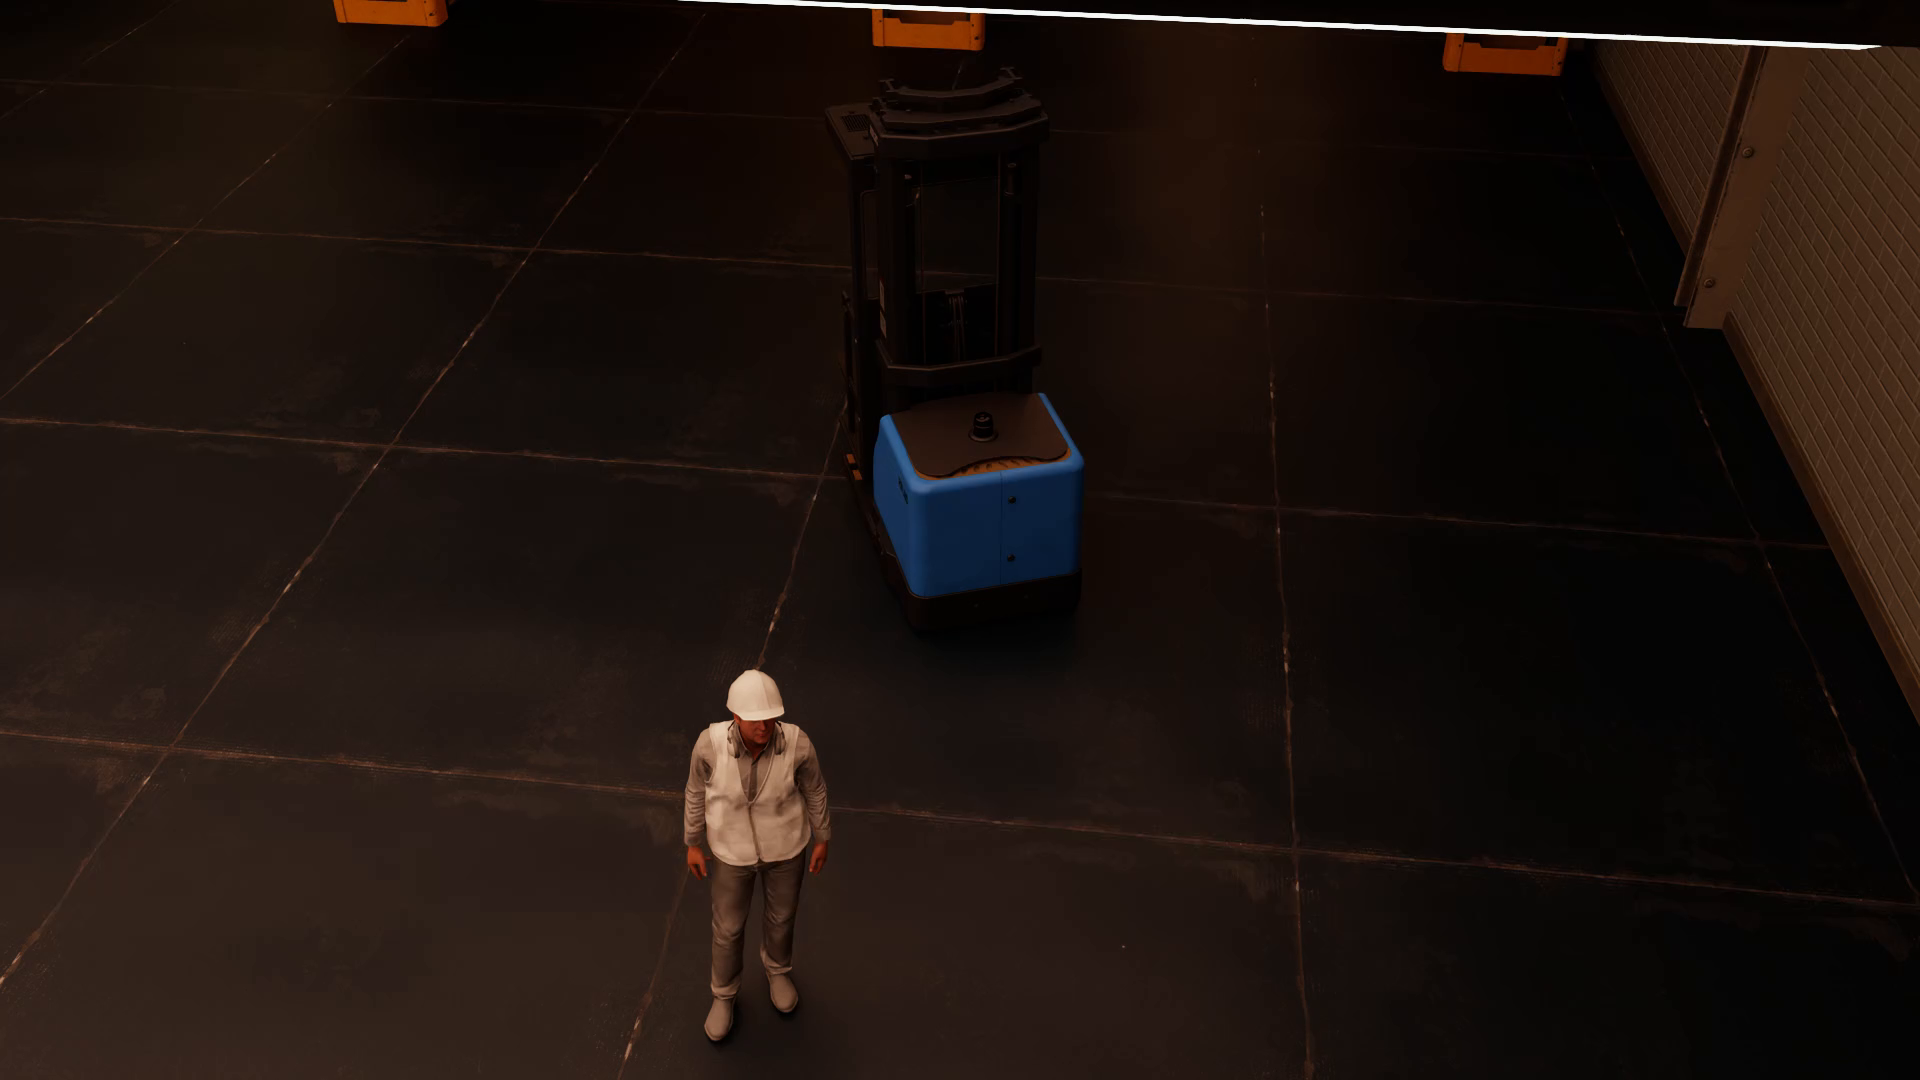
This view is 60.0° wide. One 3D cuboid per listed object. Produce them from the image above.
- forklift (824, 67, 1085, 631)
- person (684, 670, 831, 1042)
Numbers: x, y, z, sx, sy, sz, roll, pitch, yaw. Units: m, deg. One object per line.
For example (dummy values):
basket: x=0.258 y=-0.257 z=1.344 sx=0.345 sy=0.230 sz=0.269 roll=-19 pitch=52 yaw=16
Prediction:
forklift: x=-0.159 y=-1.528 z=10.103 sx=1.130 sy=2.935 sz=3.031 roll=-9 pitch=37 yaw=-12
person: x=-0.866 y=1.351 z=7.160 sx=0.633 sy=1.773 sz=0.568 roll=-5 pitch=37 yaw=-7
